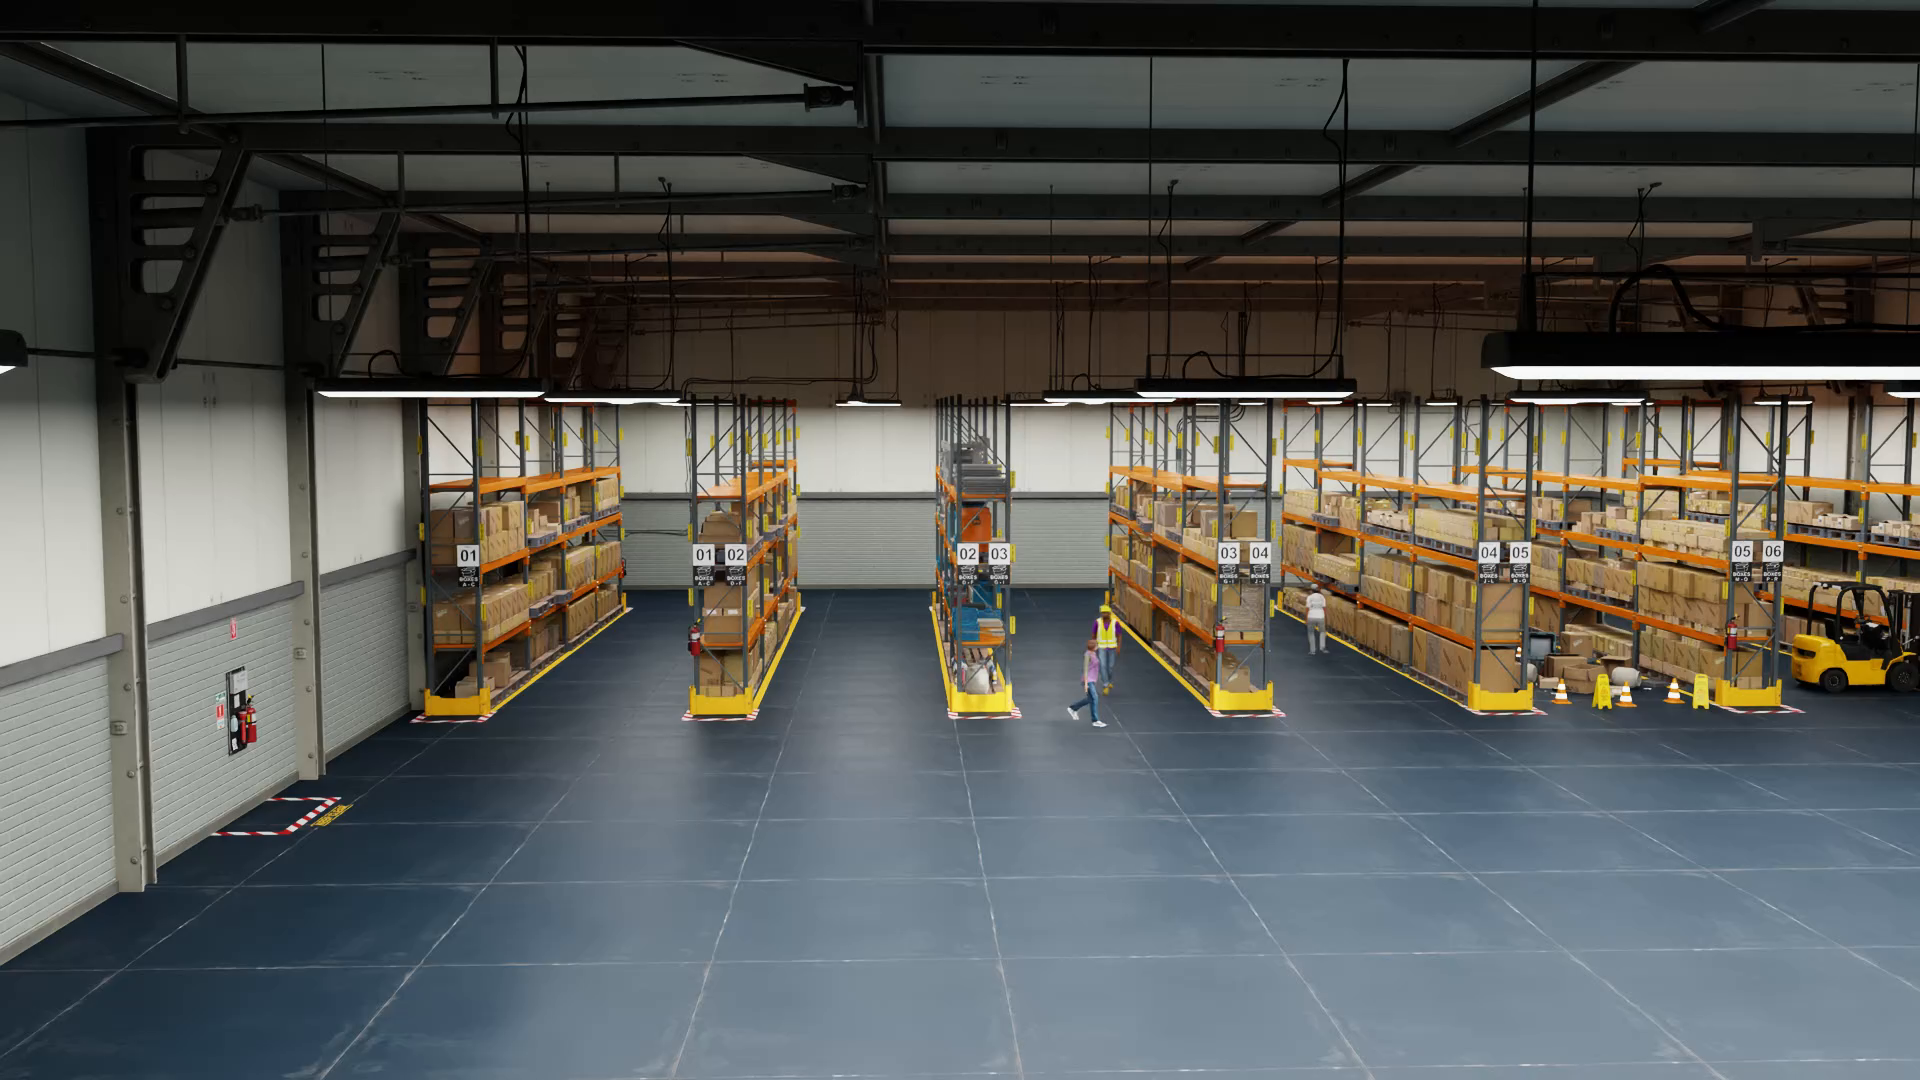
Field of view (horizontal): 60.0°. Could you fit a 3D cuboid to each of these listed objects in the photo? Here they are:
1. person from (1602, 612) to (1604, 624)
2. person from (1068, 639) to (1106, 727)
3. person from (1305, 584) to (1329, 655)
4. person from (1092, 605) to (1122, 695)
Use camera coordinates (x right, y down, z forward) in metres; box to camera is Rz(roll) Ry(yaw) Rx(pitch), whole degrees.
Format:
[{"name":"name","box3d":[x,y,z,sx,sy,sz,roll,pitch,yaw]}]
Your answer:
[{"name":"person","box3d":[16.658,1.442,43.471,0.576,1.805,0.410,-2,5,-28]},{"name":"person","box3d":[2.317,2.561,30.107,0.779,1.566,0.455,2,5,22]},{"name":"person","box3d":[8.309,1.854,38.726,0.537,1.660,0.522,0,5,-4]},{"name":"person","box3d":[2.975,2.195,33.637,0.601,1.750,0.881,0,4,1]}]
